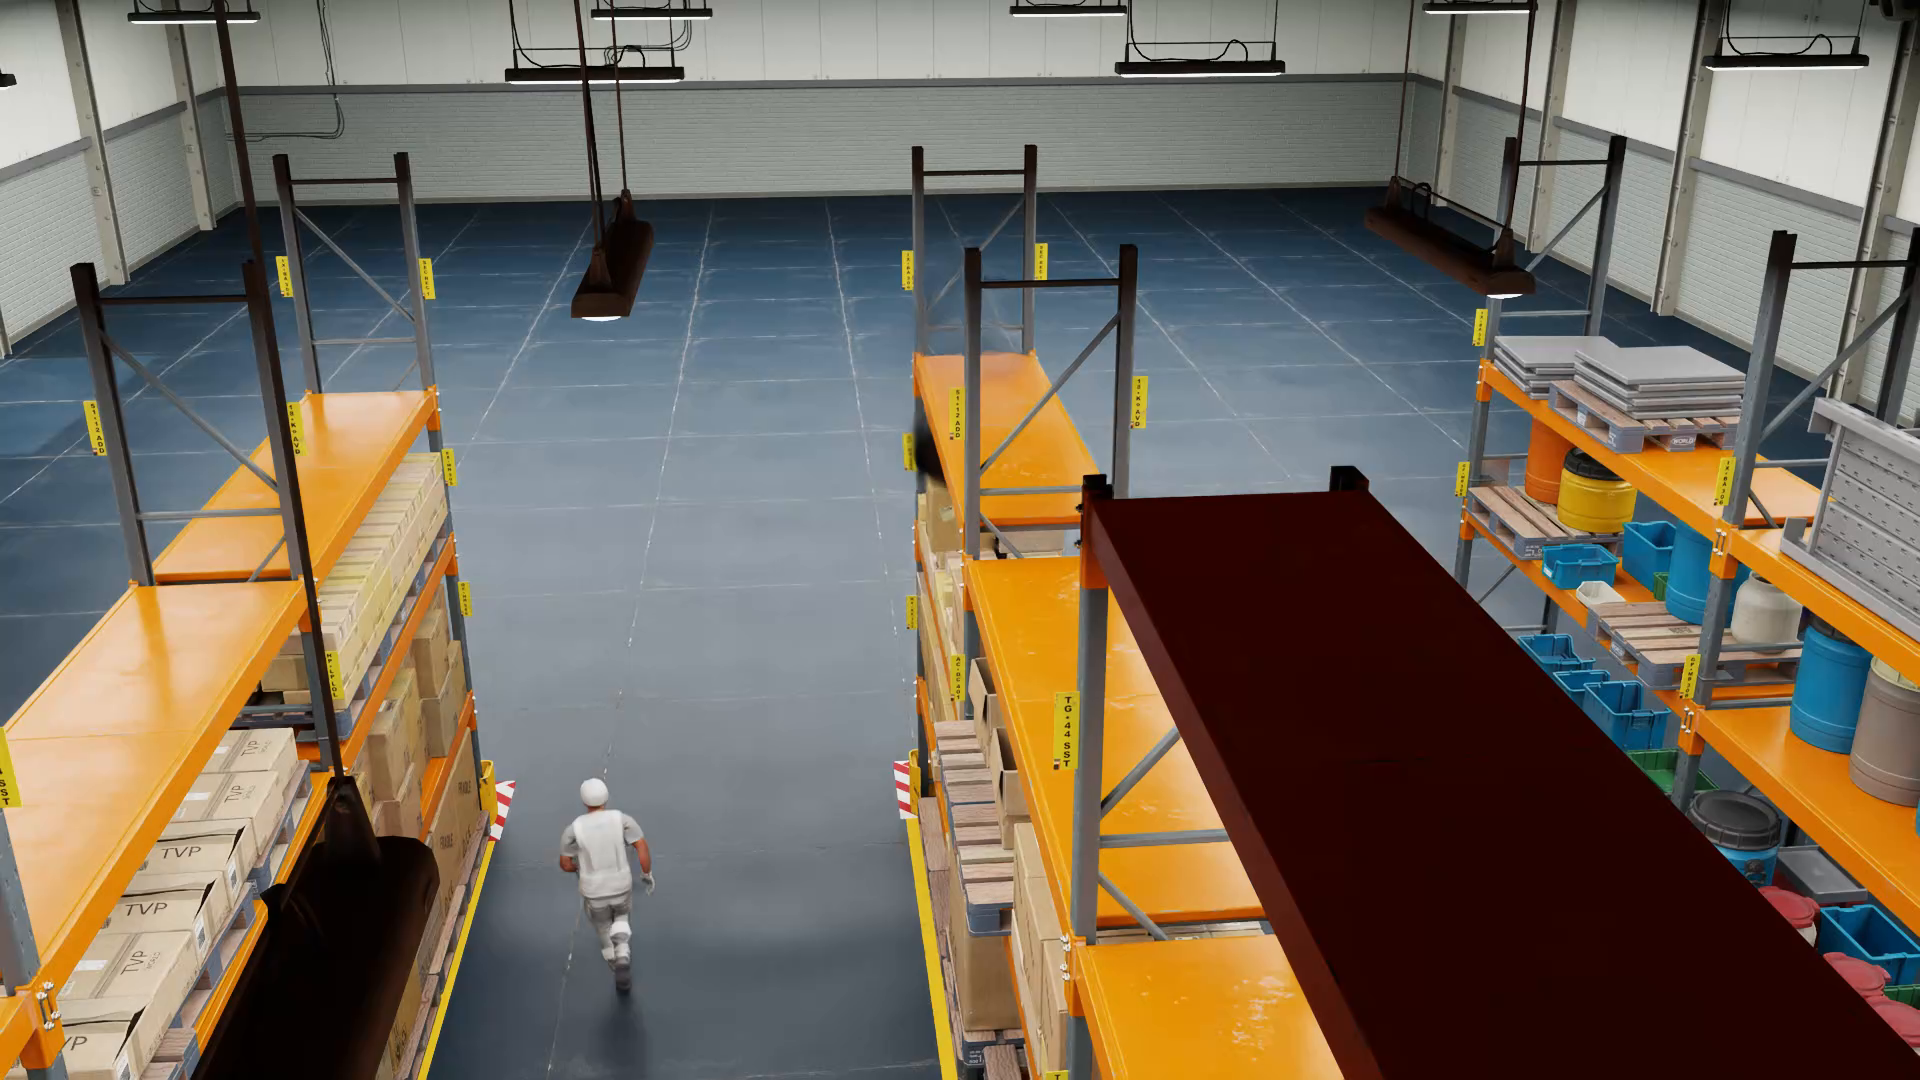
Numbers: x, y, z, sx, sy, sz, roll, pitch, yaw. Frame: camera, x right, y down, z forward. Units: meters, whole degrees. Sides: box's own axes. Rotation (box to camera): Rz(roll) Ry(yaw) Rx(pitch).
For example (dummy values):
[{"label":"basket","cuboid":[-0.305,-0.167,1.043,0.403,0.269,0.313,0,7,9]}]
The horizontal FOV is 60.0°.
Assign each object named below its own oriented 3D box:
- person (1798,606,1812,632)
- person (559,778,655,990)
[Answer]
[{"label":"person","cuboid":[9.442,0.269,18.784,0.538,1.600,0.578,5,22,12]},{"label":"person","cuboid":[-2.679,2.633,12.655,0.674,1.720,0.627,-8,23,-19]}]
